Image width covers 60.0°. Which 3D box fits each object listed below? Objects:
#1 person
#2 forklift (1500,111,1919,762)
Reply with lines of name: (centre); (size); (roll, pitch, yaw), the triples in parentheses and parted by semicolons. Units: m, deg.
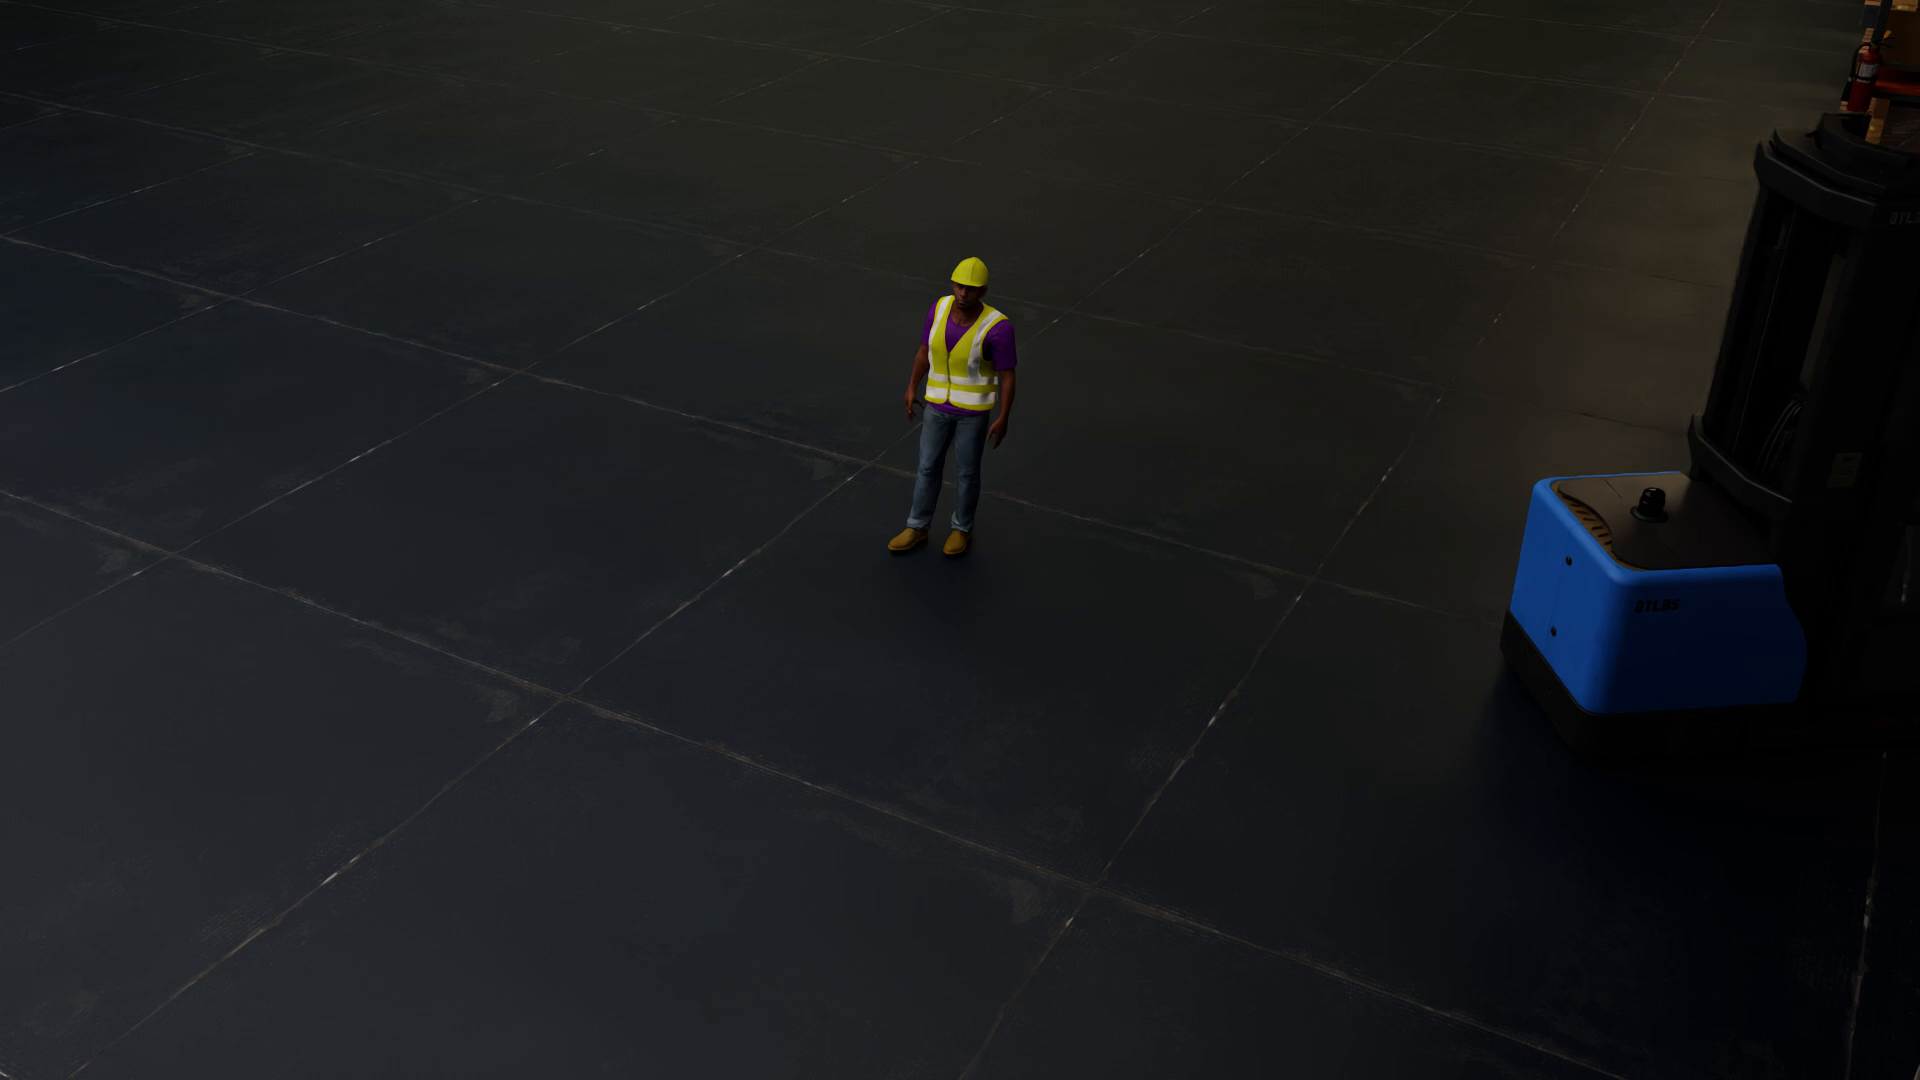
person: (-0.039, -0.743, 9.508); (0.665, 1.765, 0.577); (15, 33, 25)
forklift: (4.429, -0.494, 7.927); (3.031, 2.935, 1.130); (-3, 30, -5)
